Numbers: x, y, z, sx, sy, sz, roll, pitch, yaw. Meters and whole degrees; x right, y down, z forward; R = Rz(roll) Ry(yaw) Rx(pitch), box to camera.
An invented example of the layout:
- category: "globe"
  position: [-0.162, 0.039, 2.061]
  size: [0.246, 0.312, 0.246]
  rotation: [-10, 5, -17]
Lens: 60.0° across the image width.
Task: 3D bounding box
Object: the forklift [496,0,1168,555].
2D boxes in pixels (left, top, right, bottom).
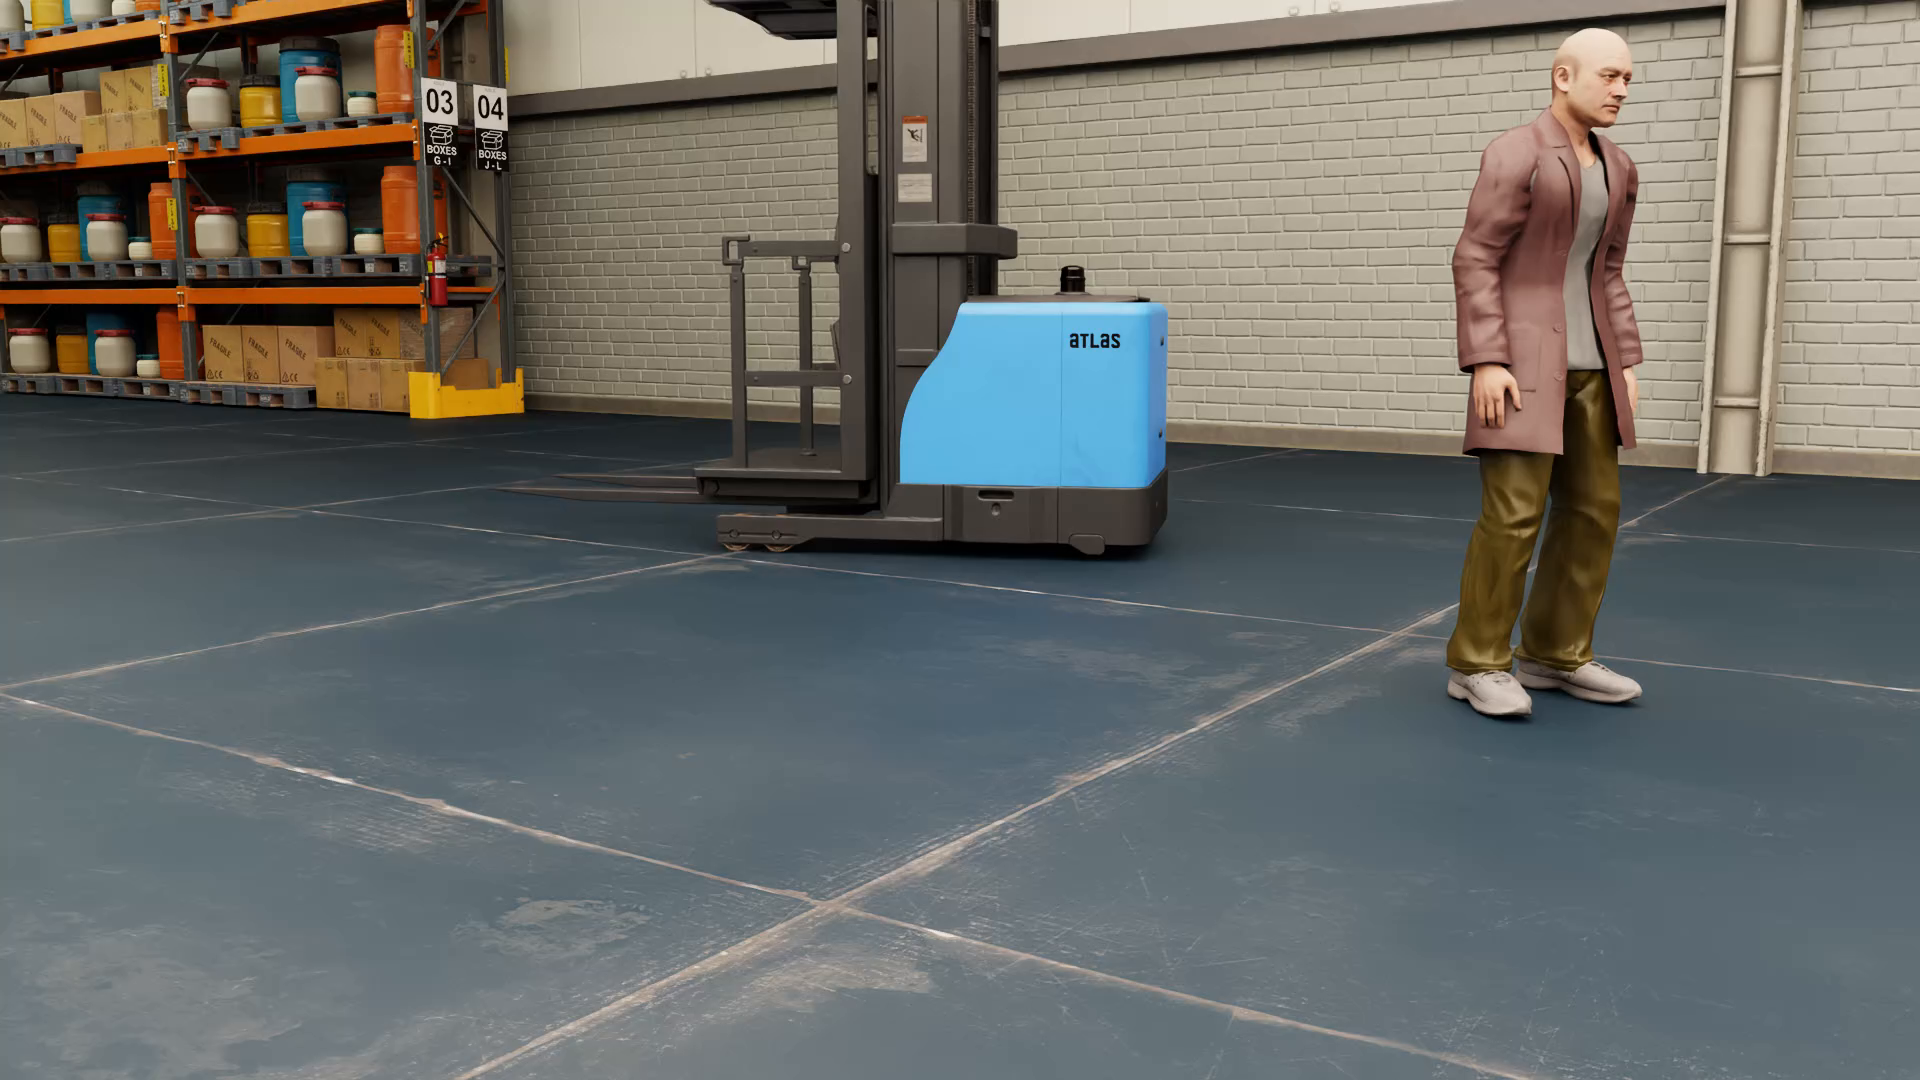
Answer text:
- category: "forklift"
  position: [-0.596, -1.469, 7.520]
  size: [3.031, 2.935, 1.130]
  rotation: [2, 8, 12]

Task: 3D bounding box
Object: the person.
- category: "person"
  position: [1.589, -0.446, 4.442]
  size: [0.646, 1.772, 0.436]
  rotation: [-4, 9, -29]
